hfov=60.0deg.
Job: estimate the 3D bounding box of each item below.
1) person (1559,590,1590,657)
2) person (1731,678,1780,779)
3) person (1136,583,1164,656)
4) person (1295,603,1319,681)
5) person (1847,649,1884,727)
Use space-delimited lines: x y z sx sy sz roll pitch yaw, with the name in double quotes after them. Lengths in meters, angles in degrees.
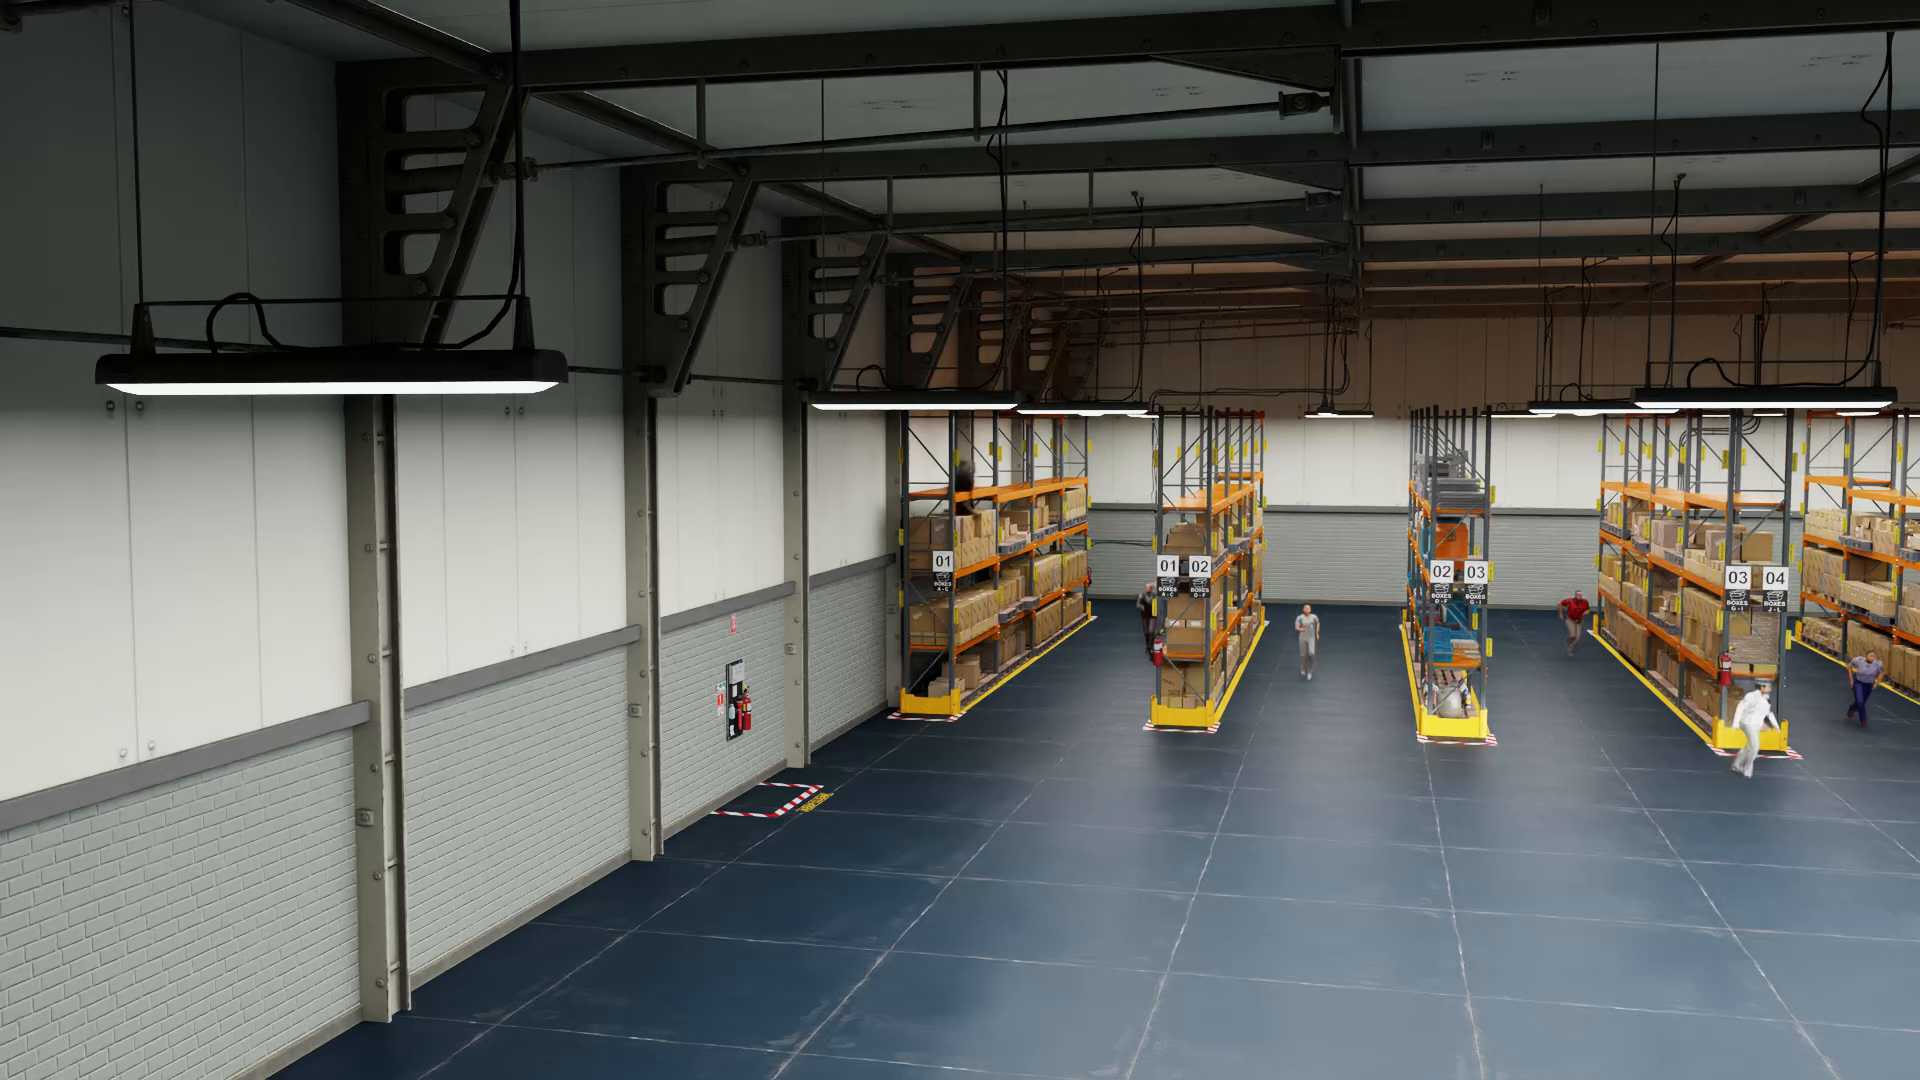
14.874 2.024 40.183 0.636 1.650 0.737 0 4 -2 "person"
12.792 3.007 26.829 0.588 1.627 0.712 -2 5 -27 "person"
4.638 1.946 40.758 0.625 1.775 0.832 1 4 20 "person"
7.704 2.244 36.893 0.543 1.713 0.817 1 4 7 "person"
17.043 2.746 31.397 0.599 1.506 1.017 1 4 11 "person"
